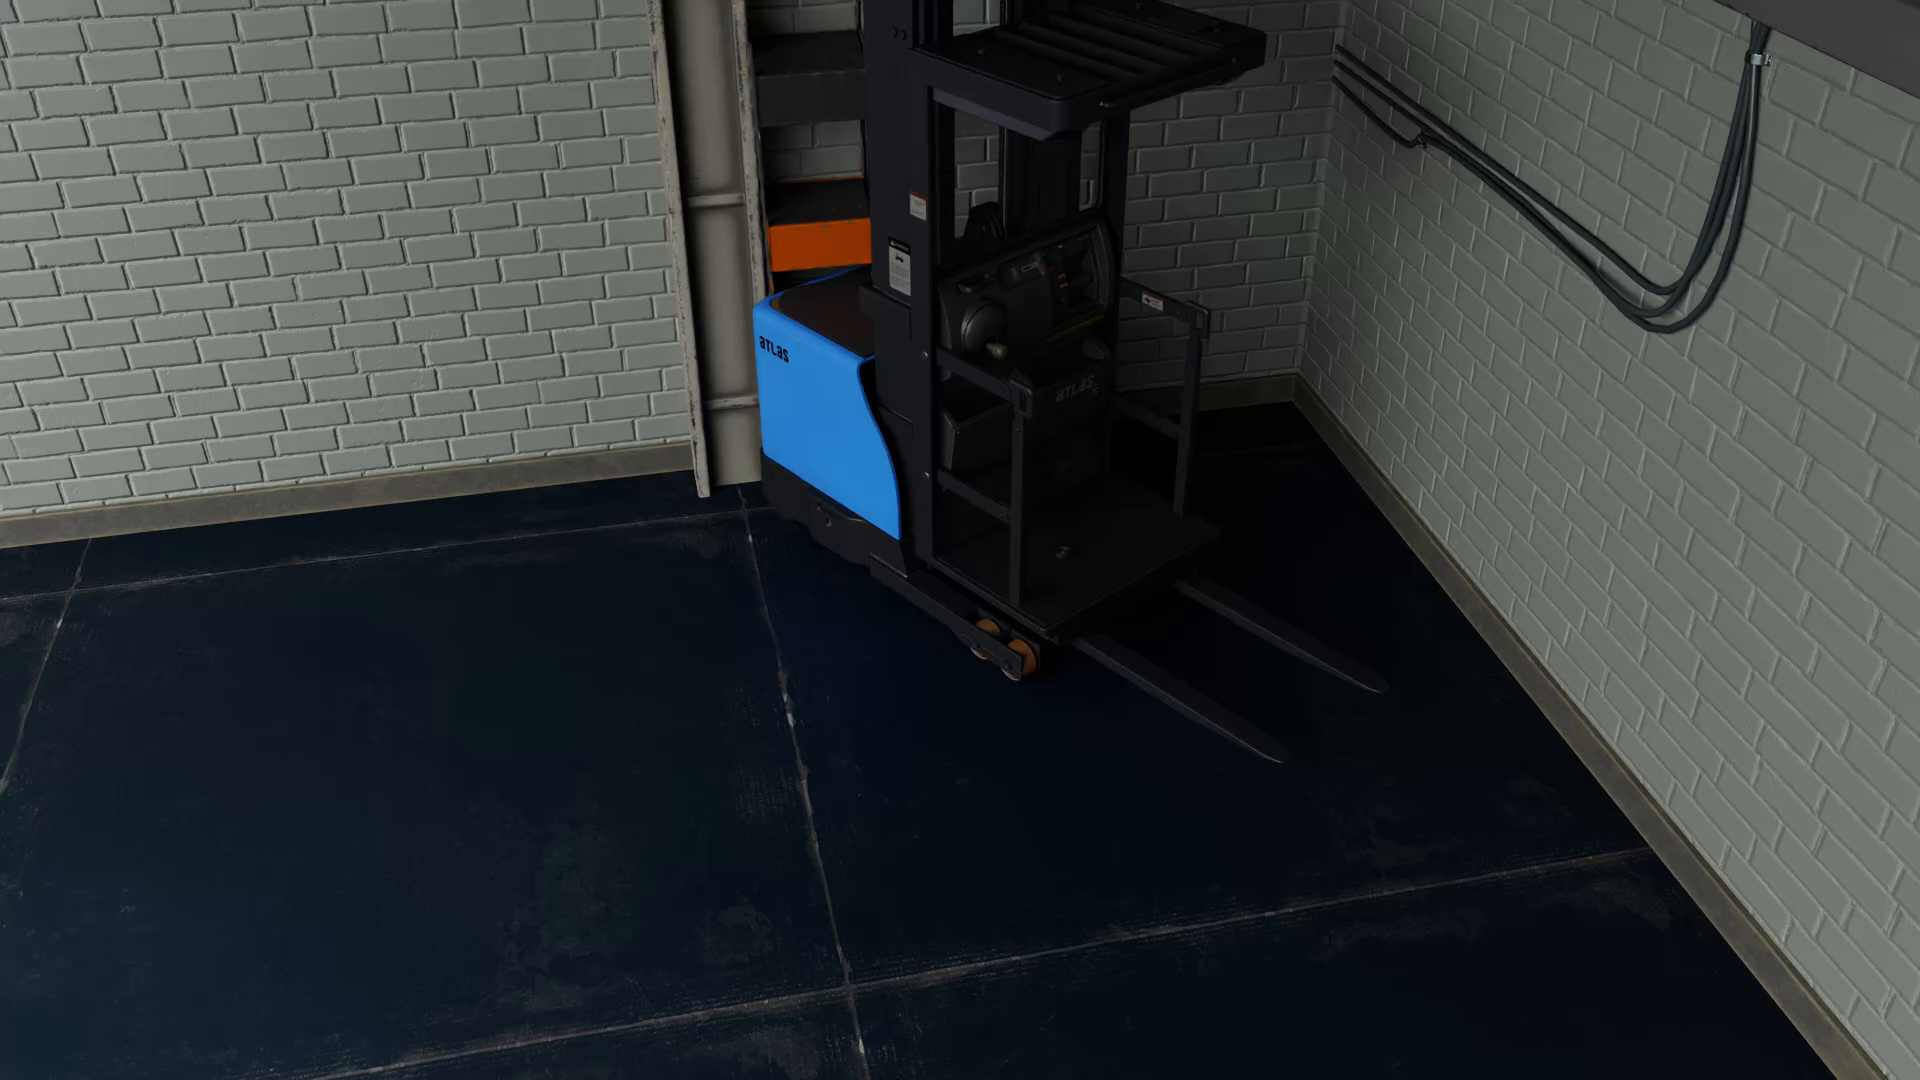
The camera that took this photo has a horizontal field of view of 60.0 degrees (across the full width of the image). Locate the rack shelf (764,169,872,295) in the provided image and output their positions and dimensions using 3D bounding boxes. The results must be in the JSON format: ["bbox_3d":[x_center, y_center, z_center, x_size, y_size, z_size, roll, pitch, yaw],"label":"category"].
[{"bbox_3d":[-0.643,-1.347,7.598,0.480,0.518,0.431,-6,41,-7],"label":"rack shelf"}]

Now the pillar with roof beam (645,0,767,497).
[{"bbox_3d":[-0.155,-1.710,2.223,0.400,9.000,9.100,-7,35,-11],"label":"pillar with roof beam"}]

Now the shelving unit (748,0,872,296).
[{"bbox_3d":[-0.643,-1.358,7.590,0.503,2.100,0.431,-6,41,-7],"label":"shelving unit"}]

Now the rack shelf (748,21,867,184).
[{"bbox_3d":[-0.643,-1.881,7.145,0.480,0.518,0.431,-6,41,-7],"label":"rack shelf"}]

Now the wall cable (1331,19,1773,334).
[{"bbox_3d":[2.061,-2.404,6.043,0.112,2.526,3.097,-7,35,-11],"label":"wall cable"}]

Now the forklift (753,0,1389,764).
[{"bbox_3d":[0.418,-0.960,6.550,1.130,2.935,3.031,-27,42,-34],"label":"forklift"}]

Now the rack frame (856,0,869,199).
[{"bbox_3d":[-0.403,-1.384,7.621,0.015,2.100,0.400,-6,41,-7],"label":"rack frame"}]

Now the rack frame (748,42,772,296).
[{"bbox_3d":[-0.884,-1.331,7.558,0.015,2.100,0.400,-6,41,-7],"label":"rack frame"}]
